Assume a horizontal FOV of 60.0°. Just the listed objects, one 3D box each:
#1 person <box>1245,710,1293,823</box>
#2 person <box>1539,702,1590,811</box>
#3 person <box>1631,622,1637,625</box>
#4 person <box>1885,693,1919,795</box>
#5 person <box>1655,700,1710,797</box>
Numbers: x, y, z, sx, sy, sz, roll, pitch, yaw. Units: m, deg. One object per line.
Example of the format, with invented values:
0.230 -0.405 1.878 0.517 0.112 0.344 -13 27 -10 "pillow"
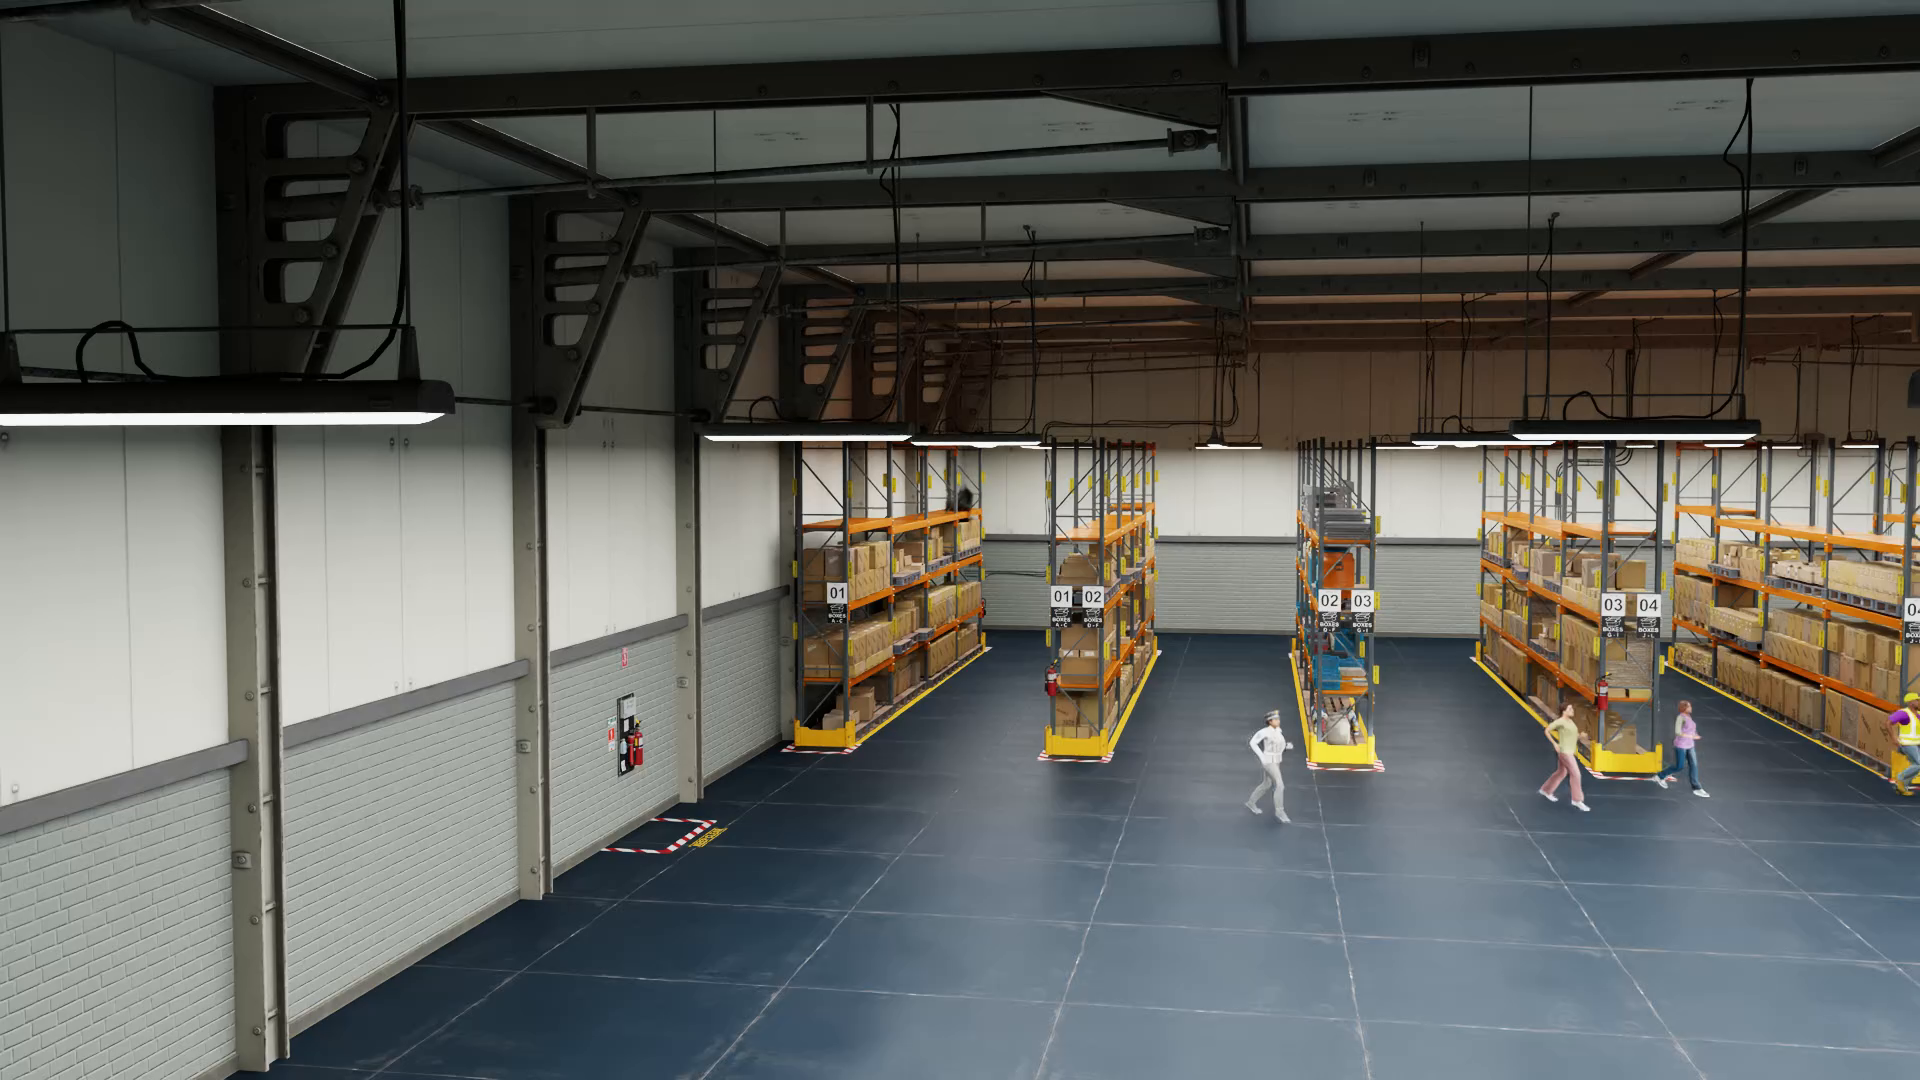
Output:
4.841 3.507 25.950 0.805 1.748 0.587 2 4 36 "person"
9.746 3.453 26.763 0.872 1.703 0.560 2 4 40 "person"
17.726 2.584 43.987 0.571 1.602 0.770 1 3 22 "person"
15.830 3.398 27.655 0.720 1.707 0.602 -2 4 -36 "person"
12.013 3.441 27.633 0.554 1.584 0.897 -3 4 -43 "person"
